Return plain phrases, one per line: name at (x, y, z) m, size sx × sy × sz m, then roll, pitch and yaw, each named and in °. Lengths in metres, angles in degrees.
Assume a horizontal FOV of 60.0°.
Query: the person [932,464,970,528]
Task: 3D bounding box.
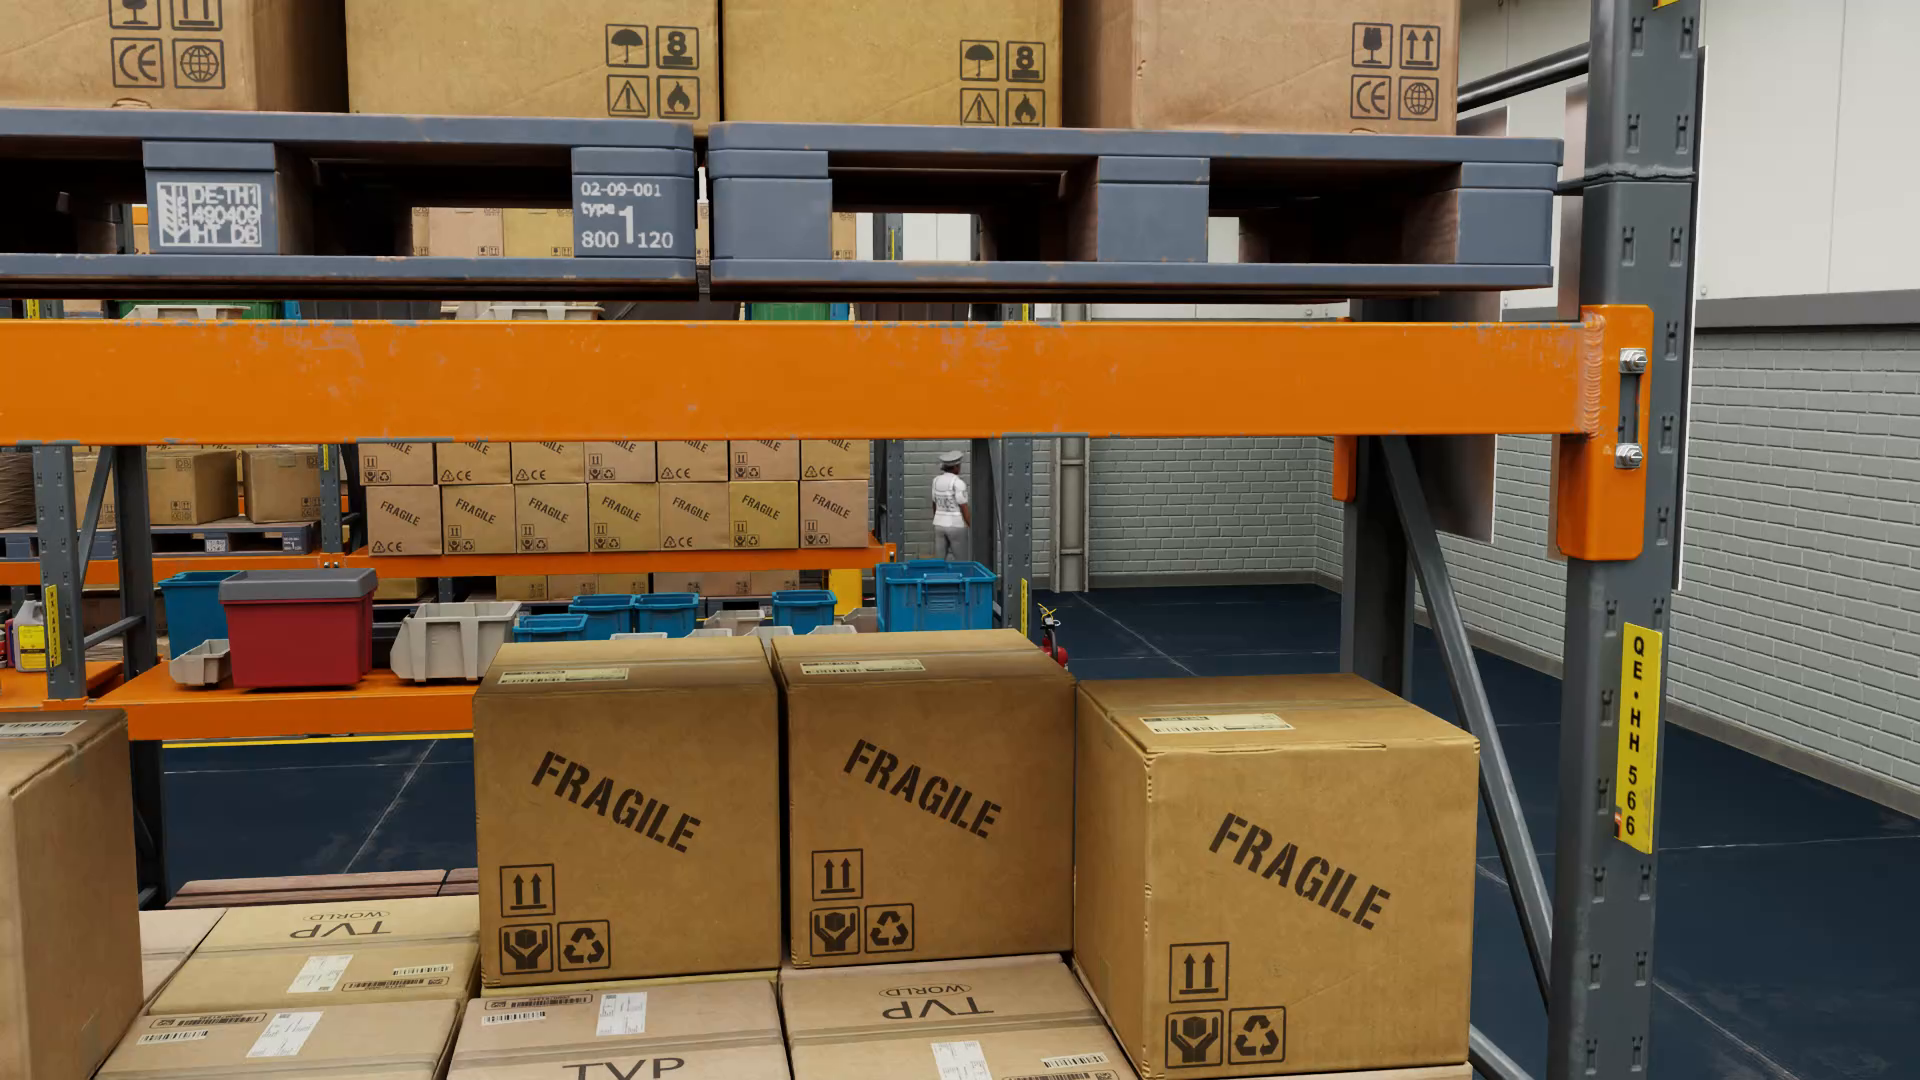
person at (-0.056, -0.436, 17.615) m, size 0.584 × 0.963 × 0.343 m, roll 5°, pitch 8°, yaw 37°
